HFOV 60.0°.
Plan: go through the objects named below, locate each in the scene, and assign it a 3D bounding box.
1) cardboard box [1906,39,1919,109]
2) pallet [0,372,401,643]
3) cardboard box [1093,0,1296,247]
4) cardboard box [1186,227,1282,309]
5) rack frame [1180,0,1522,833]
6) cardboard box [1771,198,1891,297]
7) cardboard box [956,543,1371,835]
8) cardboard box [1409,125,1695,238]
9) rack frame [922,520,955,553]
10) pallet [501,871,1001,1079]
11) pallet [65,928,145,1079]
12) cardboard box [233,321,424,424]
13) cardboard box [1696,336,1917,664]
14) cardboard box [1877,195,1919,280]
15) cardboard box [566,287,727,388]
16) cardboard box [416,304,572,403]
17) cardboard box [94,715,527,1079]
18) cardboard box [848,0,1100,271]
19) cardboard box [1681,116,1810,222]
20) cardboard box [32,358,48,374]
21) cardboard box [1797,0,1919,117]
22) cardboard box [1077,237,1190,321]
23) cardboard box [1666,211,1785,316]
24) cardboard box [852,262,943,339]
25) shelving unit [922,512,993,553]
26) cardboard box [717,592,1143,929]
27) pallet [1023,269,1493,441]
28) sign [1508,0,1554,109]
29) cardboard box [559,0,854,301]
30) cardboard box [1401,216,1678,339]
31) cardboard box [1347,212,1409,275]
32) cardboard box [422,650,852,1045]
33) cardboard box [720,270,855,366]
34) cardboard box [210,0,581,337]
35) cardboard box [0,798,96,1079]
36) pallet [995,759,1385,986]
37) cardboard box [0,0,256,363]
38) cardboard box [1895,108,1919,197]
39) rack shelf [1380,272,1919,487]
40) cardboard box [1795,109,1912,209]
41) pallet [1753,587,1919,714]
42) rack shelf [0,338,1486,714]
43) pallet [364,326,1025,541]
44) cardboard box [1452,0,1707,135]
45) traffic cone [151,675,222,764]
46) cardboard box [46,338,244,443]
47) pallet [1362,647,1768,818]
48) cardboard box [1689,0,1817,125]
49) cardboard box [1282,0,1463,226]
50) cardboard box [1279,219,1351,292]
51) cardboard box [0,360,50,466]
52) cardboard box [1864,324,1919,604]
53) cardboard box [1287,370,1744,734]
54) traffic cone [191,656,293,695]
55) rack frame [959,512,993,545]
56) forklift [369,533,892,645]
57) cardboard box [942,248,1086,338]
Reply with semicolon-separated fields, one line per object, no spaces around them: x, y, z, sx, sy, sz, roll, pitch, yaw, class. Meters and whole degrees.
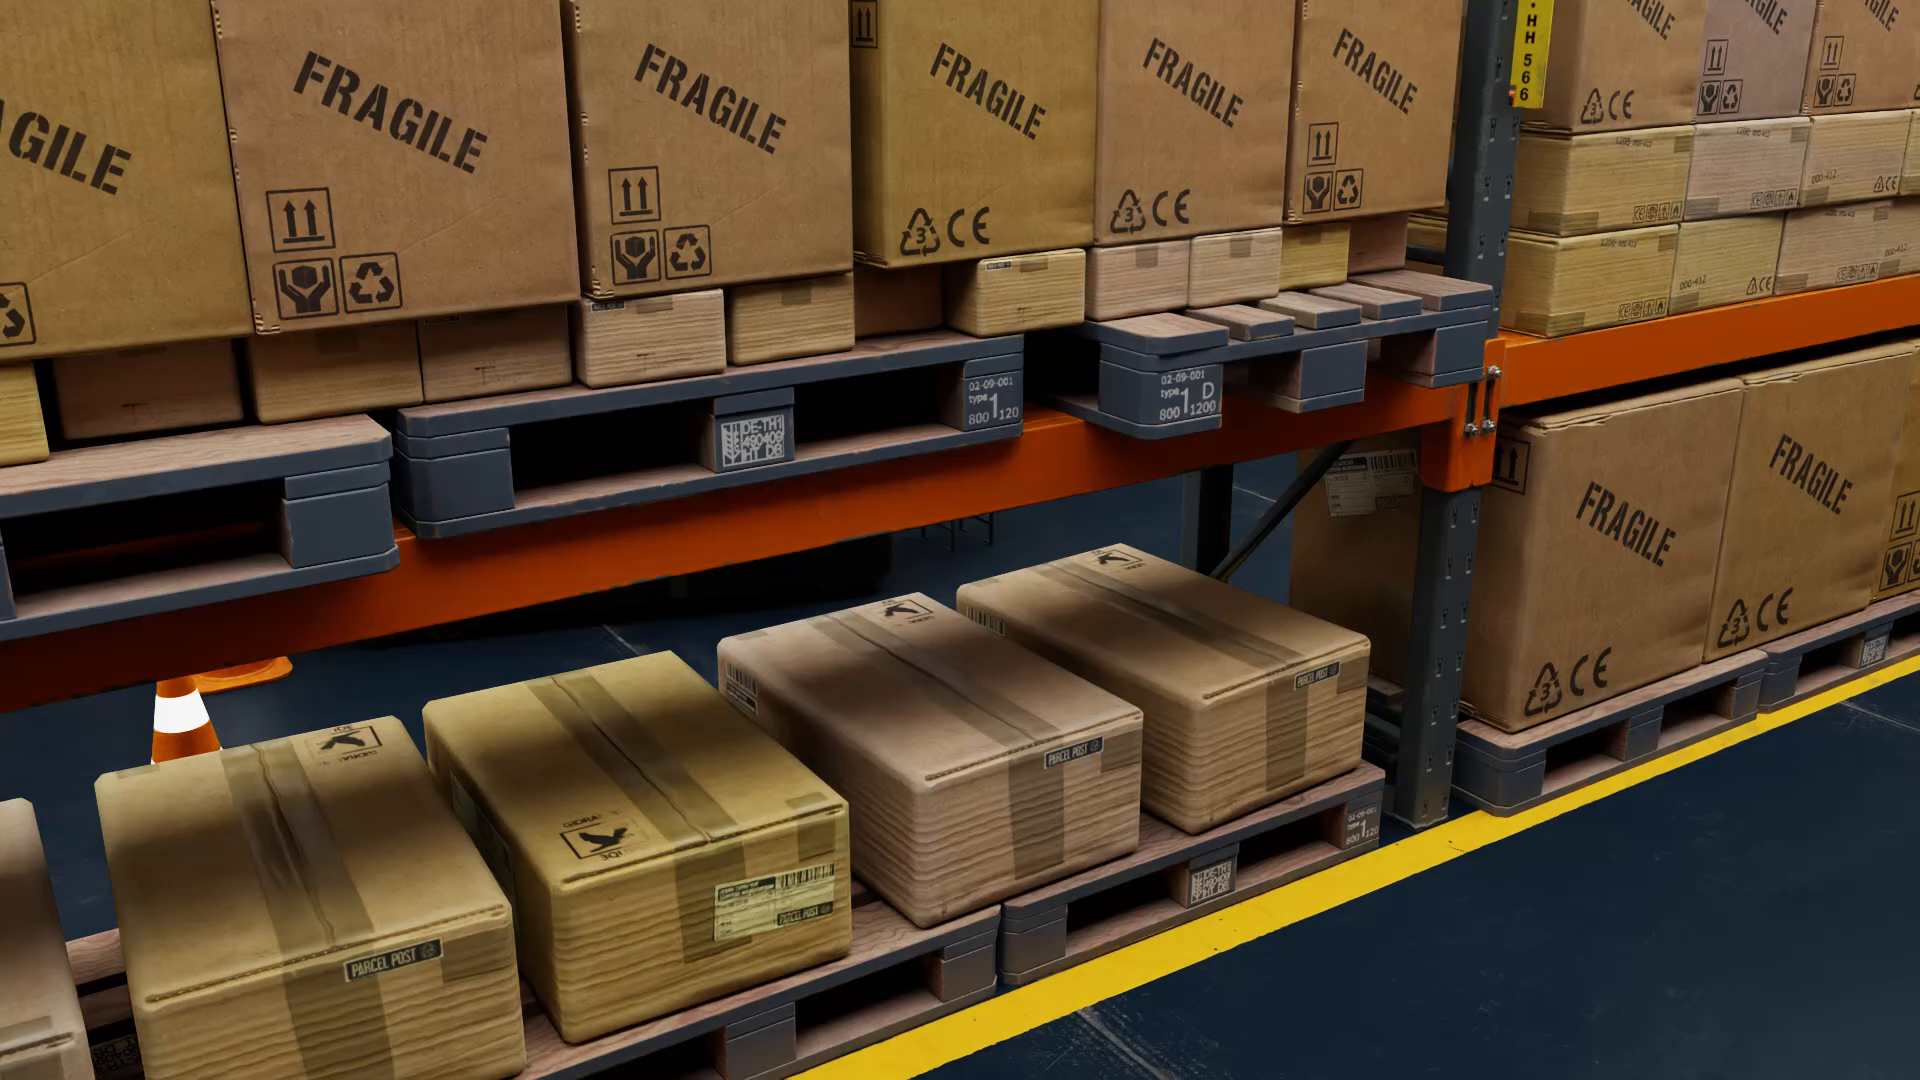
2.812;-1.591;5.050;0.500;0.500;0.500;-12;22;-31;cardboard box
-1.629;-0.084;2.609;1.213;0.211;1.003;-12;22;-31;pallet
0.341;-0.922;3.513;0.500;0.500;0.500;-12;22;-32;cardboard box
0.479;-0.620;3.631;0.250;0.149;0.380;-12;22;-32;cardboard box
0.993;-0.784;4.379;0.127;3.000;1.000;-12;22;-31;rack frame
2.401;-0.917;5.009;0.500;0.250;0.500;-11;22;-30;cardboard box
0.516;0.359;4.446;0.625;0.372;0.950;-14;23;-35;cardboard box
1.552;-0.973;4.391;0.500;0.250;0.500;-12;22;-32;cardboard box
-0.088;-0.550;6.497;0.006;1.200;0.240;-12;22;-31;rack frame
-0.678;0.888;3.788;1.213;0.211;1.003;-12;22;-31;pallet
-1.698;1.104;3.148;1.213;0.211;1.003;-12;22;-31;pallet
-1.066;-0.318;2.738;0.250;0.149;0.380;-12;22;-31;cardboard box
2.363;-0.231;5.407;0.875;0.875;0.875;-12;22;-31;cardboard box
2.811;-1.005;5.269;0.500;0.250;0.500;-12;22;-31;cardboard box
-0.608;-0.394;2.963;0.250;0.149;0.380;-11;22;-29;cardboard box
-0.859;-0.361;2.865;0.250;0.149;0.380;-12;22;-31;cardboard box
-1.312;0.746;3.301;0.625;0.372;0.950;-10;21;-28;cardboard box
-0.080;-0.833;3.249;0.500;0.500;0.500;-14;23;-35;cardboard box
1.984;-1.063;4.660;0.500;0.250;0.500;-11;22;-30;cardboard box
-1.644;-0.420;3.040;0.250;0.149;0.380;-12;22;-32;cardboard box
2.389;-1.503;4.790;0.500;0.500;0.500;-11;22;-30;cardboard box
0.264;-0.578;3.506;0.250;0.149;0.380;-13;23;-34;cardboard box
1.959;-0.827;4.740;0.500;0.250;0.500;-13;22;-33;cardboard box
-0.237;-0.515;3.321;0.250;0.149;0.380;-12;22;-31;cardboard box
-0.012;-0.566;6.545;0.189;1.200;0.258;-12;22;-31;shelving unit
-0.096;0.491;4.055;0.625;0.372;0.950;-12;22;-32;cardboard box
0.457;-0.539;3.954;1.003;0.211;1.213;-12;22;-31;pallet
1.300;-1.151;3.782;0.005;0.325;0.100;-12;22;-31;sign
-0.537;-0.737;2.966;0.500;0.500;0.500;-13;23;-34;cardboard box
1.540;-0.731;4.459;0.500;0.250;0.500;-12;22;-32;cardboard box
0.849;-0.743;3.995;0.250;0.149;0.380;-11;22;-29;cardboard box
-0.733;0.623;3.665;0.625;0.372;0.950;-11;22;-30;cardboard box
-0.402;-0.449;3.125;0.250;0.149;0.380;-13;22;-33;cardboard box
-0.960;-0.644;2.689;0.500;0.500;0.500;-12;22;-32;cardboard box
-1.911;0.874;2.924;0.625;0.372;0.950;-12;22;-31;cardboard box
0.340;0.675;4.419;1.213;0.211;1.003;-12;22;-31;pallet
-1.380;-0.560;2.443;0.500;0.500;0.500;-12;22;-31;cardboard box
2.838;-1.234;5.164;0.500;0.250;0.500;-11;22;-30;cardboard box
2.664;-0.795;5.536;4.000;0.370;1.077;-12;22;-31;rack shelf
2.408;-1.148;4.910;0.500;0.250;0.500;-12;22;-32;cardboard box
2.711;0.205;5.808;1.213;0.211;1.003;-12;22;-31;pallet
-0.677;-0.090;3.452;4.000;0.370;1.077;-12;22;-31;rack shelf
-0.638;-0.333;3.346;1.213;0.211;1.003;-12;22;-31;pallet
1.540;-1.326;4.266;0.500;0.500;0.500;-13;22;-33;cardboard box
-2.082;0.530;4.455;0.334;0.463;0.336;-12;22;-31;traffic cone
-1.304;-0.284;2.637;0.250;0.149;0.380;-10;21;-28;cardboard box
1.693;0.419;5.177;1.213;0.211;1.003;-12;22;-31;pallet
1.949;-1.416;4.532;0.500;0.500;0.500;-12;22;-31;cardboard box
0.766;-1.016;3.791;0.500;0.500;0.500;-13;22;-33;cardboard box
0.665;-0.676;3.798;0.250;0.149;0.380;-12;22;-31;cardboard box
-1.499;-0.213;2.429;0.250;0.149;0.380;-11;22;-30;cardboard box
3.110;-0.389;5.873;0.875;0.875;0.875;-11;22;-30;cardboard box
1.616;-0.075;4.946;0.875;0.875;0.875;-12;22;-32;cardboard box
-2.390;0.211;5.397;0.334;0.463;0.336;-12;22;-31;traffic cone
0.064;-0.582;6.593;0.006;1.200;0.240;-12;22;-31;rack frame
-1.829;-1.217;5.769;3.031;2.935;1.130;-5;19;-15;forklift
0.042;-0.525;3.352;0.250;0.149;0.380;-11;22;-30;cardboard box
